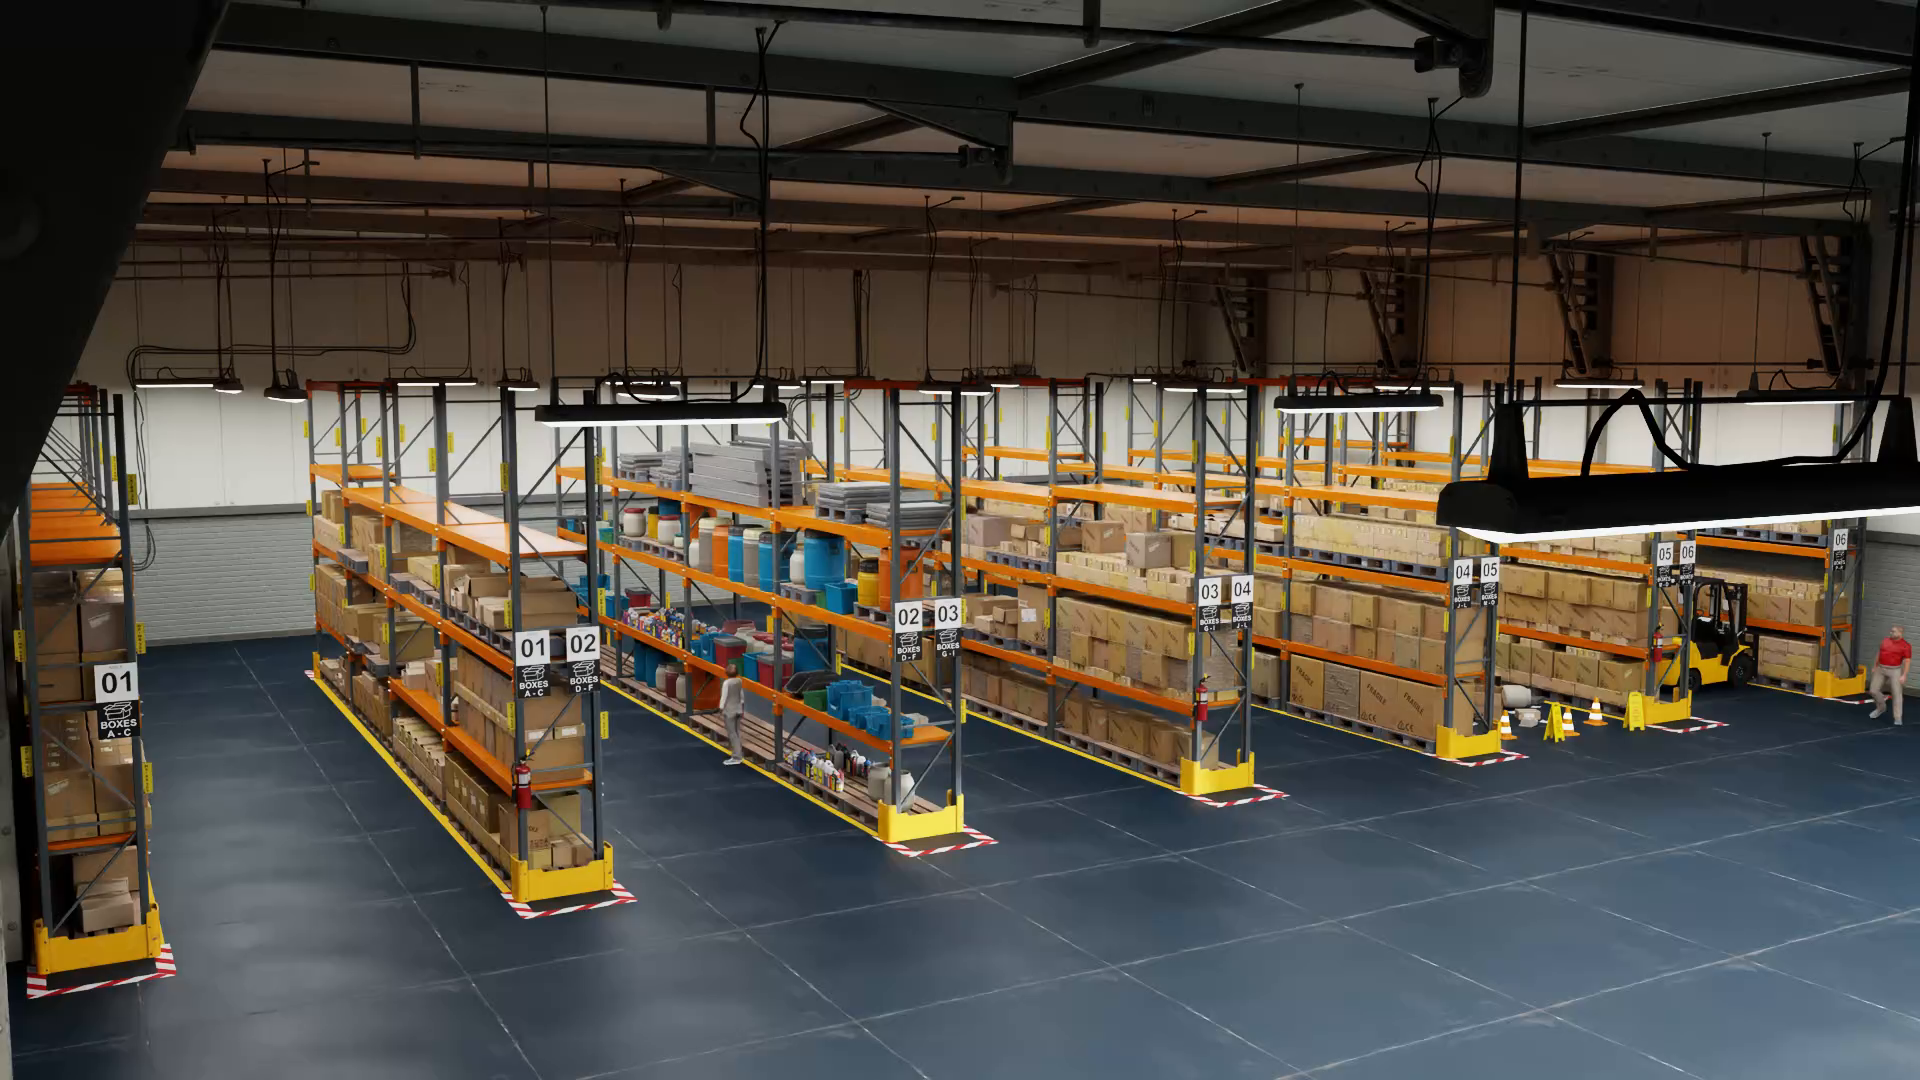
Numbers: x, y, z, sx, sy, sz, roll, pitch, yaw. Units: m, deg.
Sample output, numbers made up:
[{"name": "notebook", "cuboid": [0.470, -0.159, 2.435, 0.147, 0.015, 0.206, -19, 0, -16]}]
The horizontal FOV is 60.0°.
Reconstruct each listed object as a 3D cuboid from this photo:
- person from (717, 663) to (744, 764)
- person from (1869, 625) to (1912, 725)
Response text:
[{"name": "person", "cuboid": [-3.598, 2.753, 26.248, 0.354, 1.620, 0.477, 4, 7, 35]}, {"name": "person", "cuboid": [16.423, 2.354, 29.359, 0.505, 1.732, 0.634, -6, 8, -43]}]
